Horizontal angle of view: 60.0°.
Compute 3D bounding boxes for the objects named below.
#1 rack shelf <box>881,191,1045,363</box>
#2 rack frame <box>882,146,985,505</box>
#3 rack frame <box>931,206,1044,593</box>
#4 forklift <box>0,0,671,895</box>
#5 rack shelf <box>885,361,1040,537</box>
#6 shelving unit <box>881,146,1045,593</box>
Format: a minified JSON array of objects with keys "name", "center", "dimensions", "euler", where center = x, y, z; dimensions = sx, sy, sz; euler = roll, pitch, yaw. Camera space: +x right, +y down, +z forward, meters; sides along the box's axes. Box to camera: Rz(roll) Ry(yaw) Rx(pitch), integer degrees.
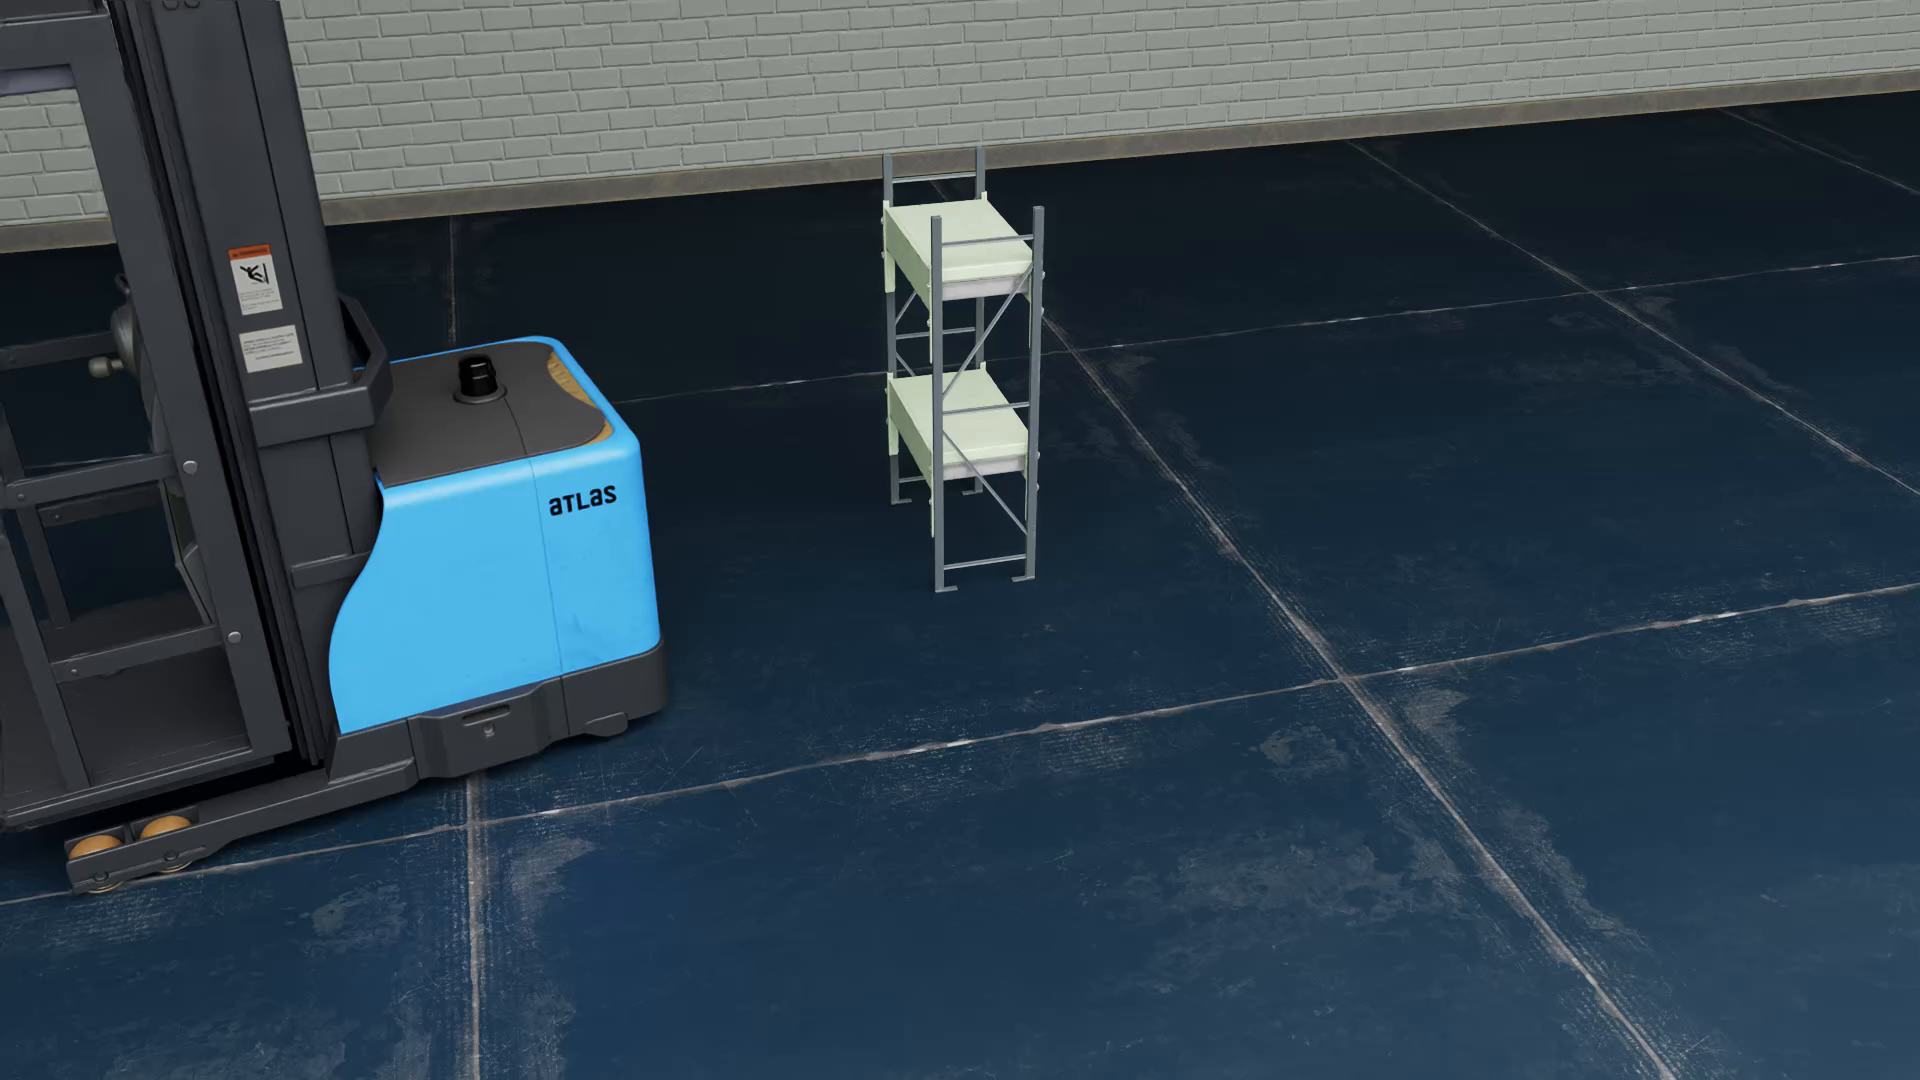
[{"name":"rack shelf","center":[-0.002,-0.990,6.184],"dimensions":[0.431,0.370,0.720],"euler":[-8,31,-13]},{"name":"rack frame","center":[-0.099,-0.829,6.685],"dimensions":[0.400,1.500,0.023],"euler":[-8,31,-13]},{"name":"rack frame","center":[0.095,-0.476,6.074],"dimensions":[0.400,1.500,0.023],"euler":[-8,31,-13]},{"name":"forklift","center":[-2.536,-0.524,4.730],"dimensions":[3.031,2.935,1.130],"euler":[-15,33,-24]},{"name":"rack shelf","center":[-0.002,-0.370,6.543],"dimensions":[0.431,0.370,0.720],"euler":[-8,31,-13]},{"name":"shelving unit","center":[-0.002,-0.652,6.380],"dimensions":[0.431,1.500,0.755],"euler":[-8,31,-13]}]
